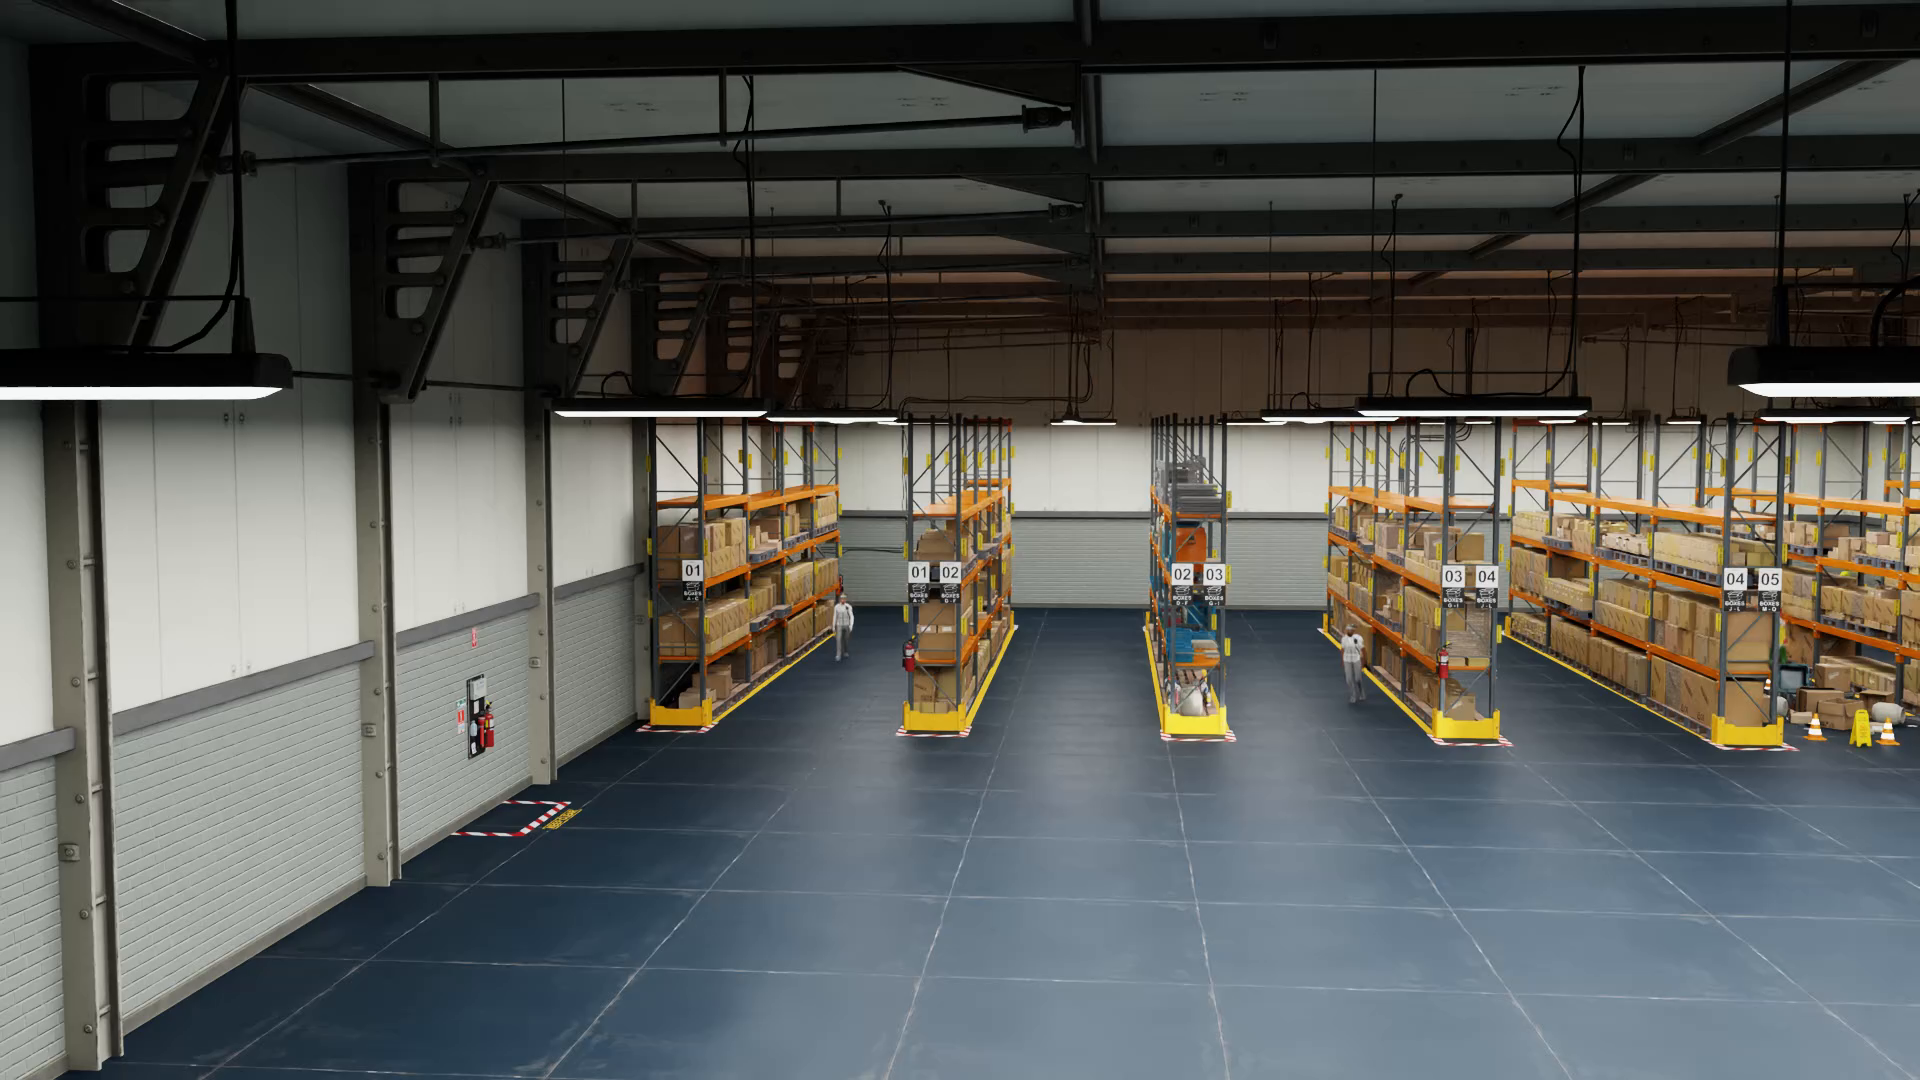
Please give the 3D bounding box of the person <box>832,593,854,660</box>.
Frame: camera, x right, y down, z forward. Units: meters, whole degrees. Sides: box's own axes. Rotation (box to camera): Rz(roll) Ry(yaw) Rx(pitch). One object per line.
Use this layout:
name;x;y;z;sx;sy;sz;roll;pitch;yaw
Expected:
person;-2.893;2.113;41.103;0.538;1.624;1.022;0;4;-4

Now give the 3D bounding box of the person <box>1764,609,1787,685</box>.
person;18.088;2.354;36.742;0.514;1.778;0.569;-1;4;-10

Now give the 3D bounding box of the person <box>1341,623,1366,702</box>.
person;8.259;2.556;34.883;0.522;1.658;0.506;2;4;25

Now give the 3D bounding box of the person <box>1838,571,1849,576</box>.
person;24.764;1.727;46.512;0.989;1.734;0.566;0;4;4
